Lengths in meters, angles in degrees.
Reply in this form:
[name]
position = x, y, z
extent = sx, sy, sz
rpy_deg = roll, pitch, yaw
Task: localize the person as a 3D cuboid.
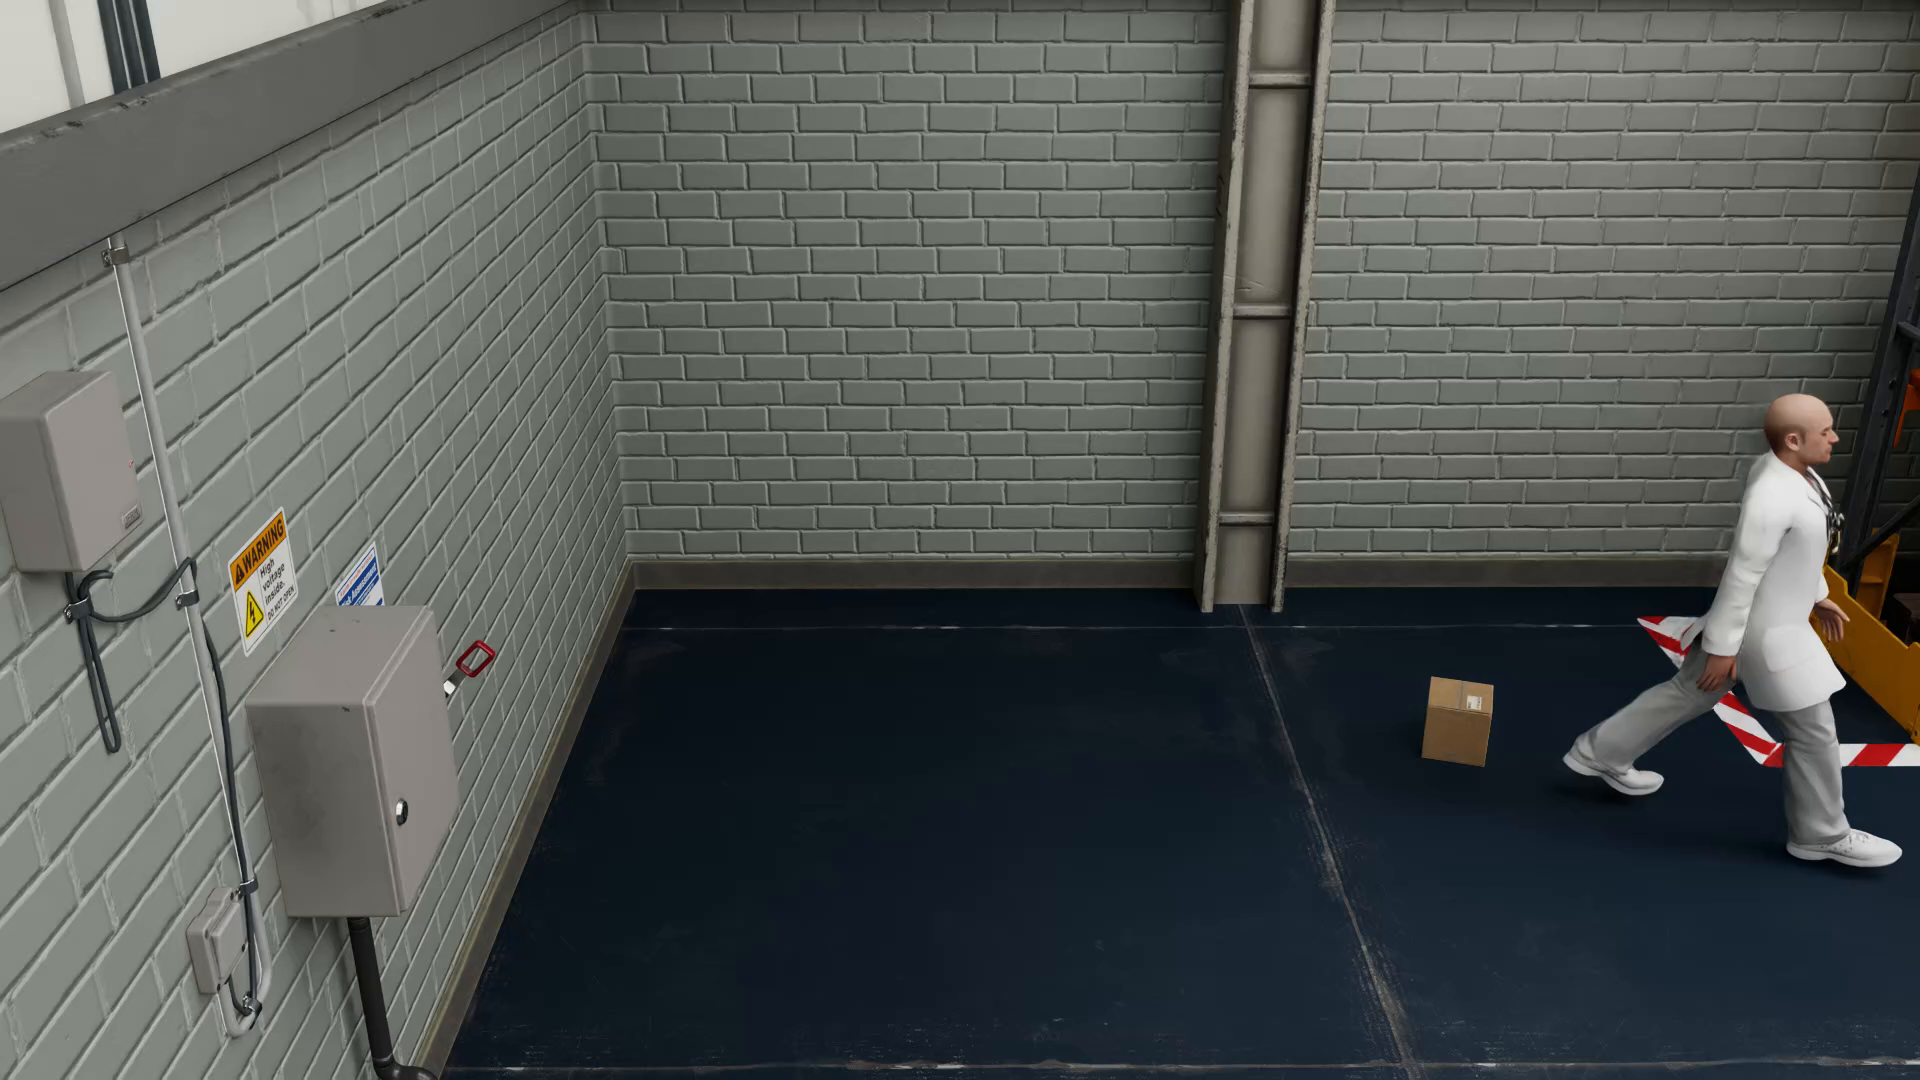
[person]
position = 2.880, 0.299, 5.963
extent = 1.171, 1.729, 0.586
rpy_deg = 9, 25, 19
